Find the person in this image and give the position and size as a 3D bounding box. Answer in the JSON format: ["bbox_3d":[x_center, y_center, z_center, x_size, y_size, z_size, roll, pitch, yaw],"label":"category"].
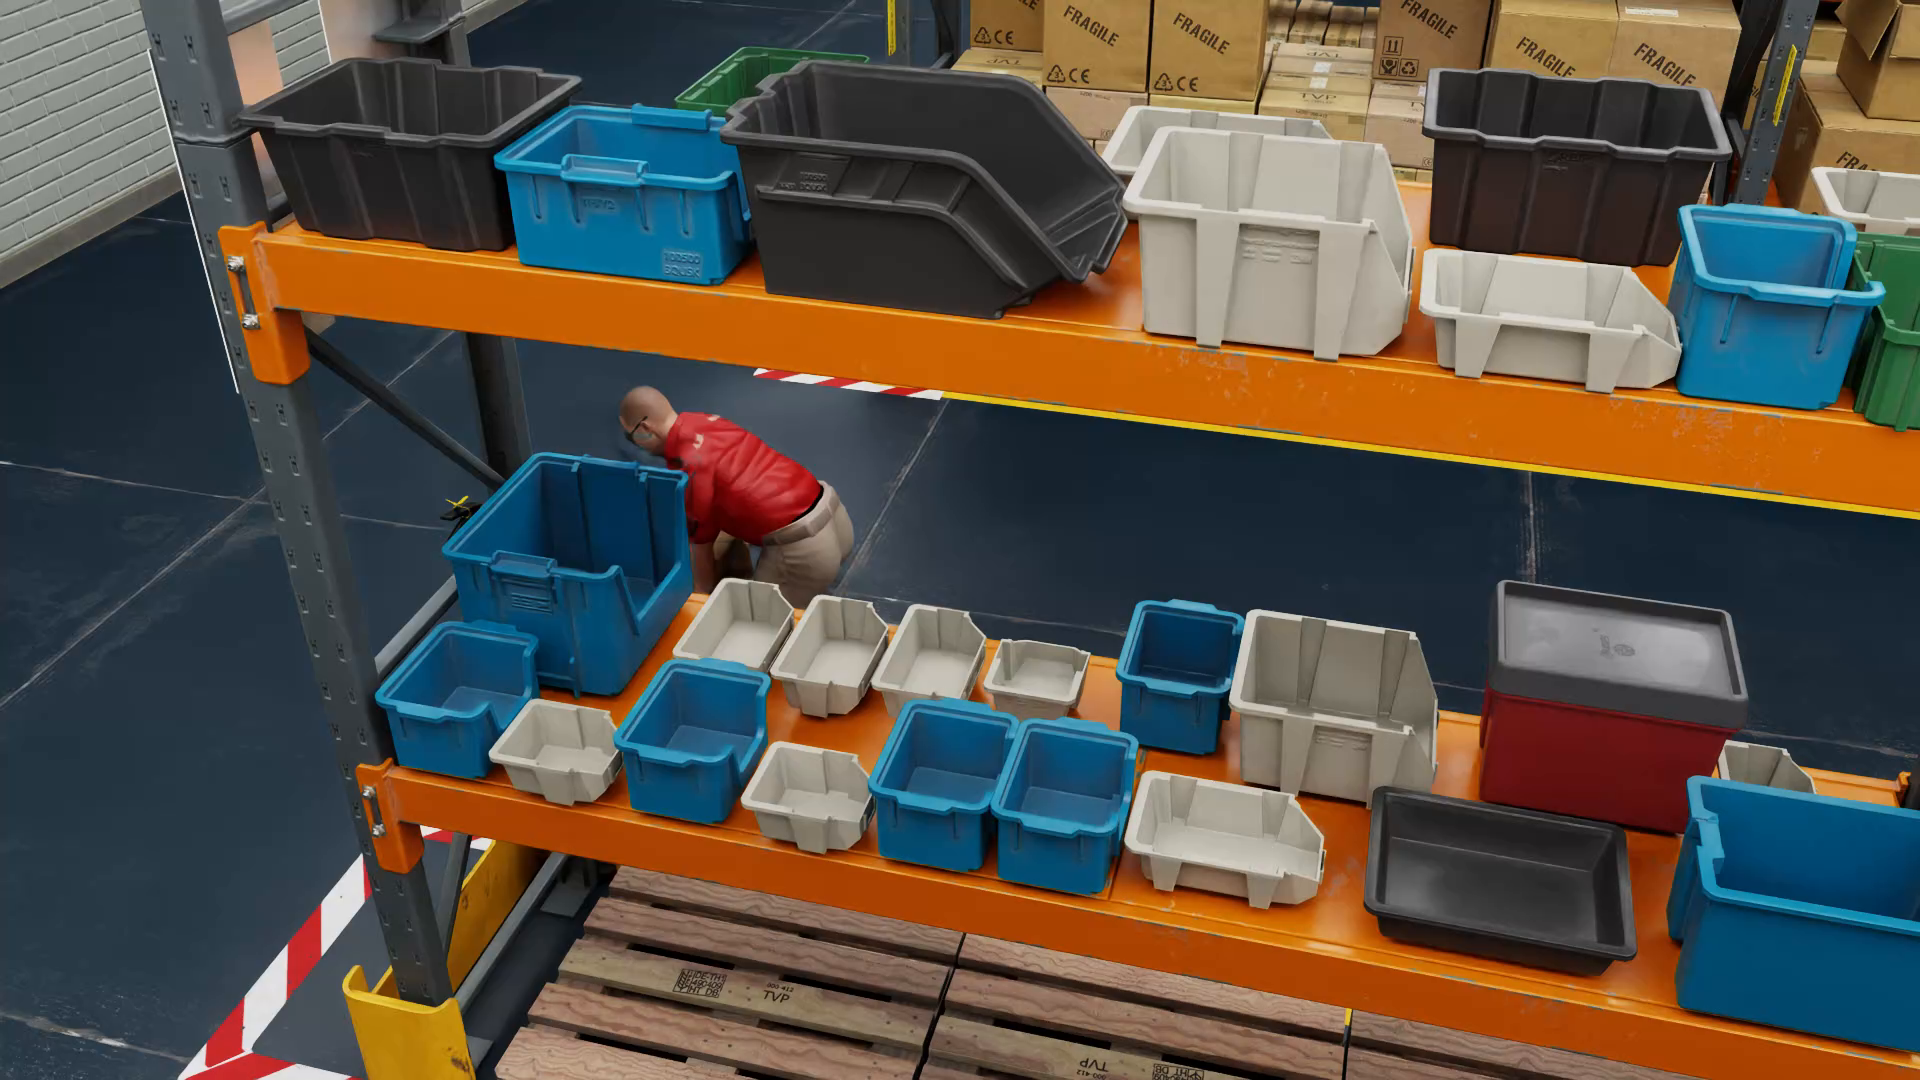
[{"bbox_3d":[-0.822,0.100,6.269,0.833,1.443,0.475,7,33,11],"label":"person"}]
